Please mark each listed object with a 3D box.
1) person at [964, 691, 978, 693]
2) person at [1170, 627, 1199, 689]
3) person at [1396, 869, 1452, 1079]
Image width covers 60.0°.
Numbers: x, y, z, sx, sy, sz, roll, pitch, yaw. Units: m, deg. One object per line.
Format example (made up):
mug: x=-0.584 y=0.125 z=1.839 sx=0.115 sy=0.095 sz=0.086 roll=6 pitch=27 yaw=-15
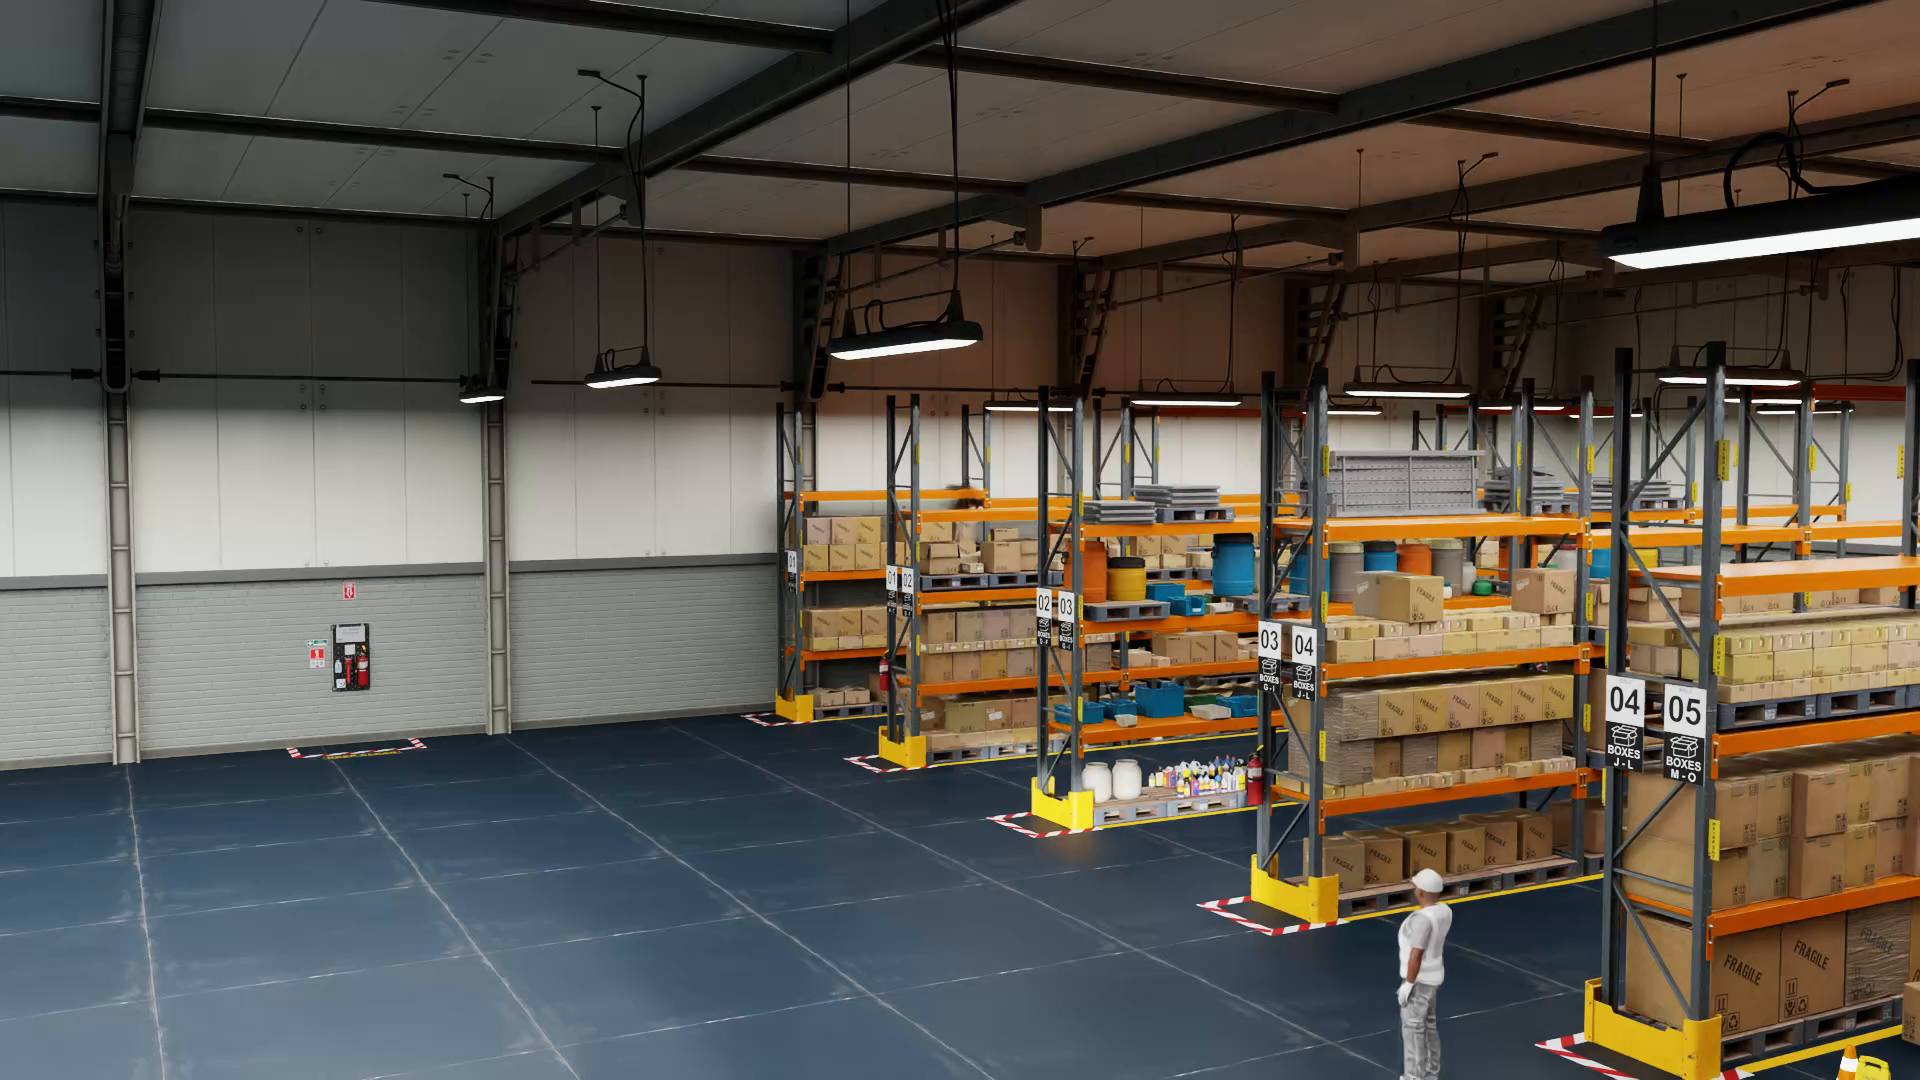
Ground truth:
person: x=0.099 y=2.634 z=29.613 sx=0.513 sy=1.685 sz=0.455 roll=0 pitch=3 yaw=6
person: x=4.357 y=2.524 z=32.086 sx=0.995 sy=1.714 sz=0.577 roll=-2 pitch=4 yaw=-27
person: x=3.654 y=3.522 z=13.318 sx=0.505 sy=1.793 sz=0.619 roll=1 pitch=3 yaw=22
